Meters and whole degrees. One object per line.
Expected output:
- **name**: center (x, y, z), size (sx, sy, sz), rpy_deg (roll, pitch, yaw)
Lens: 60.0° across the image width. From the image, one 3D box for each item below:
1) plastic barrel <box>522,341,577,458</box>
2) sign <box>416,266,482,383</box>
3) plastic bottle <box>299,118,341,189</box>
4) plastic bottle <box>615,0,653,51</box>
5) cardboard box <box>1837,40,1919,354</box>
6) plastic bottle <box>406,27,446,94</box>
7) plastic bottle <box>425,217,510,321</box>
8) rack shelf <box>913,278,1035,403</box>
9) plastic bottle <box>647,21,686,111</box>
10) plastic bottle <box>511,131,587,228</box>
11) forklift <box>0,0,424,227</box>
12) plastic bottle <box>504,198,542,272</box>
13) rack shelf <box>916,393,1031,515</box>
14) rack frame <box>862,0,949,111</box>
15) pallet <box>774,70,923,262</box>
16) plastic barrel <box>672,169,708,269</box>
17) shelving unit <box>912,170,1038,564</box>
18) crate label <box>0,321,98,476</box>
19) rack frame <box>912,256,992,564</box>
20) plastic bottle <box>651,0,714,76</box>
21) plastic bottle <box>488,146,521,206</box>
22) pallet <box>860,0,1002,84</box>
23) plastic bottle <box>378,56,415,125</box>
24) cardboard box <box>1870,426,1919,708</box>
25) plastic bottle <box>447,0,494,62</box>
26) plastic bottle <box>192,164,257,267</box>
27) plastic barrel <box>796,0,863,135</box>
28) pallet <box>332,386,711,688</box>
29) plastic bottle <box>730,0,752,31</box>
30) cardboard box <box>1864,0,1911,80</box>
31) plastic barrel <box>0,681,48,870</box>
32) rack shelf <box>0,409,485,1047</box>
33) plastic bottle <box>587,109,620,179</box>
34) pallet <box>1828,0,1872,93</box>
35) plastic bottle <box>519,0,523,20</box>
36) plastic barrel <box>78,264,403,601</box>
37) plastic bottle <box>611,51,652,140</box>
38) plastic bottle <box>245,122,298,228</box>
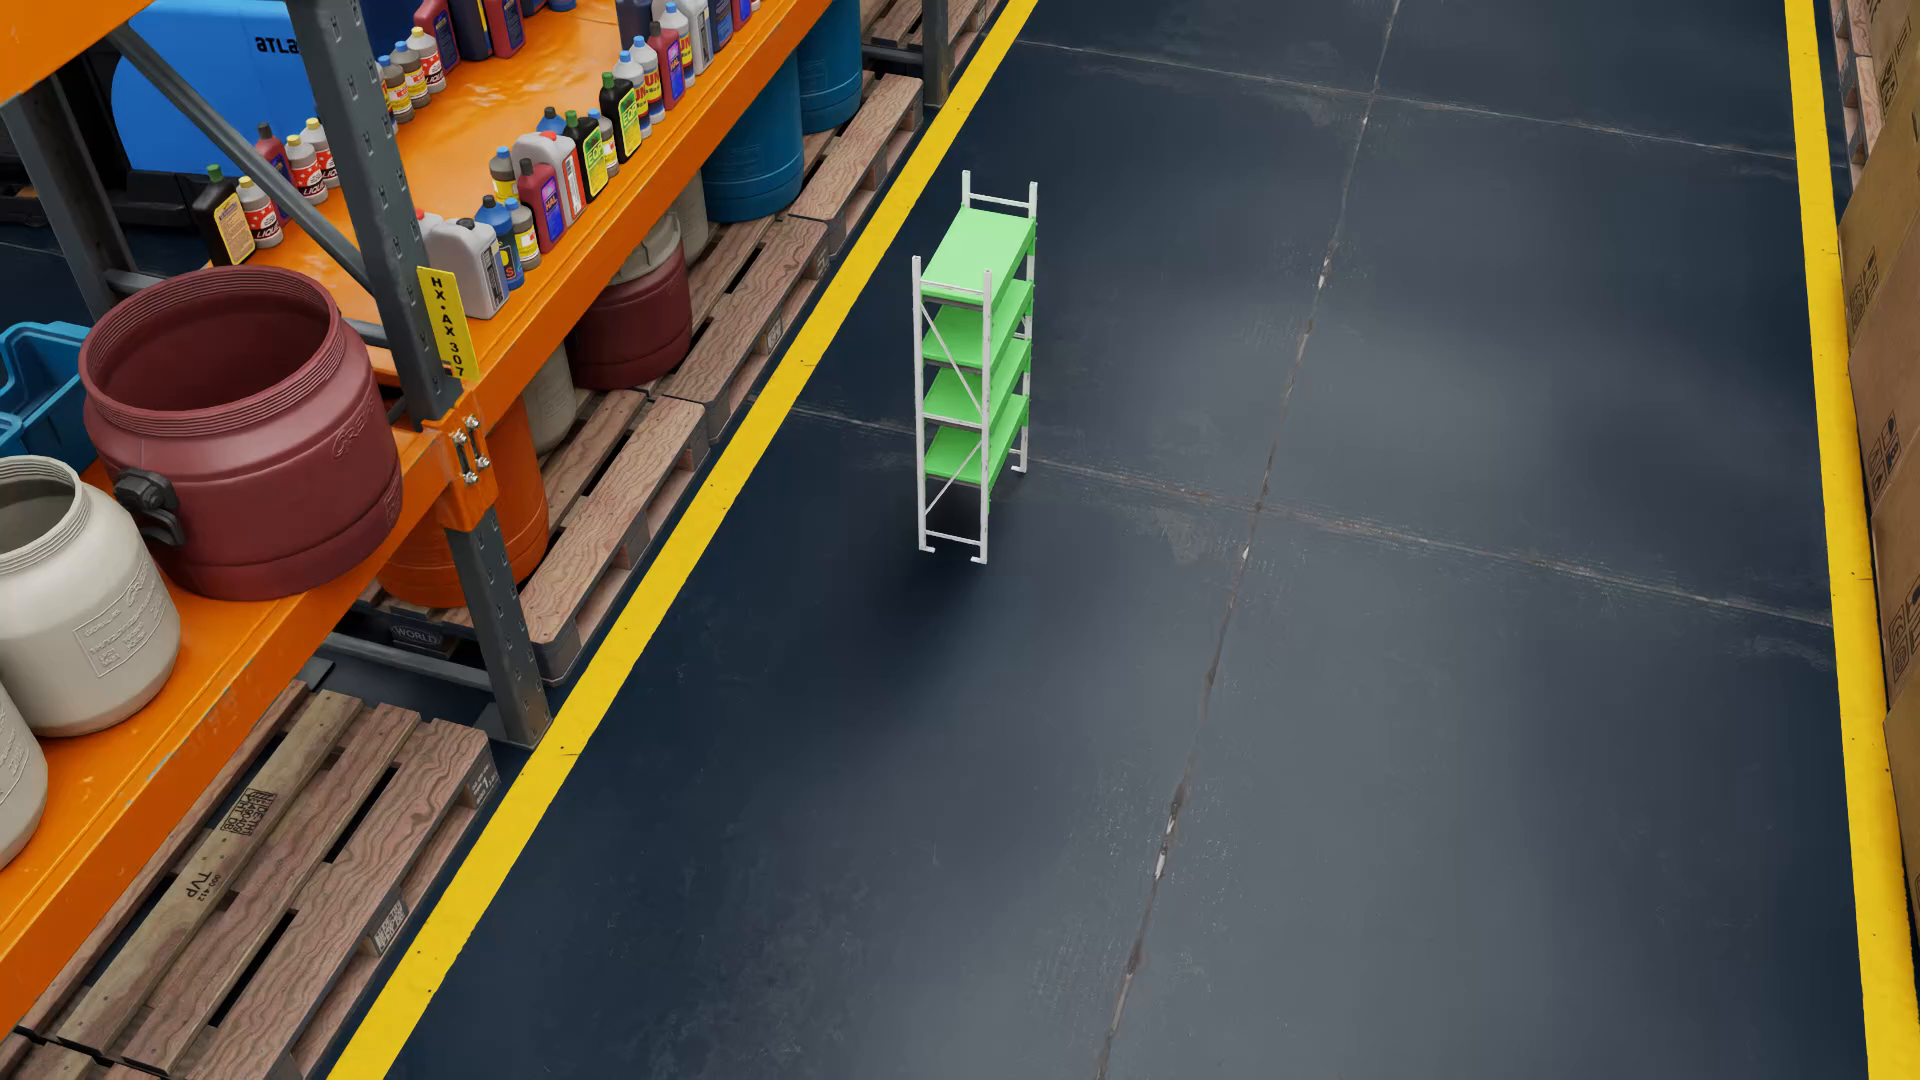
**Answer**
- **plastic barrel**: center (-1.542, -0.557, 5.653), size (0.421, 0.512, 0.421), rpy_deg (0, 44, 0)
- **sign**: center (-1.233, -0.517, 4.017), size (0.100, 0.325, 0.005), rpy_deg (13, 46, 13)
- **plastic bottle**: center (-1.892, -1.152, 4.924), size (0.097, 0.201, 0.097), rpy_deg (0, 44, 0)
- **plastic bottle**: center (-1.034, -1.746, 5.425), size (0.144, 0.351, 0.185), rpy_deg (13, 46, 13)
- **cardboard box**: center (3.998, -1.148, 5.997), size (1.225, 0.875, 0.875), rpy_deg (13, 46, 13)
- **plastic bottle**: center (-1.715, -1.541, 5.322), size (0.097, 0.201, 0.097), rpy_deg (0, 44, 0)
- **plastic bottle**: center (-1.320, -0.747, 4.457), size (0.152, 0.276, 0.135), rpy_deg (13, 46, 13)
- **rack shelf**: center (0.050, -0.665, 5.320), size (0.258, 0.148, 0.480), rpy_deg (13, 46, 12)
- **plastic bottle**: center (-0.927, -1.510, 5.232), size (0.061, 0.283, 0.133), rpy_deg (13, 46, 13)
- **plastic bottle**: center (-1.180, -1.055, 4.772), size (0.152, 0.276, 0.135), rpy_deg (13, 46, 13)
- **forklift**: center (-3.806, -2.748, 6.463), size (3.031, 2.935, 1.130), rpy_deg (5, 45, 5)
- **plastic bottle**: center (-1.230, -0.856, 4.622), size (0.097, 0.201, 0.097), rpy_deg (0, 44, 0)
- **rack shelf**: center (0.050, -0.322, 5.656), size (0.258, 0.148, 0.480), rpy_deg (13, 46, 12)
- **rack frame**: center (-0.548, -3.237, 6.913), size (1.000, 3.000, 0.127), rpy_deg (13, 46, 13)
- **pallet**: center (-0.821, -1.735, 7.372), size (1.003, 0.211, 1.213), rpy_deg (13, 46, 13)
- **plastic barrel**: center (-1.200, -1.310, 6.422), size (0.421, 0.512, 0.421), rpy_deg (0, 44, 0)
- **shelving unit**: center (0.050, -0.539, 5.443), size (0.258, 1.200, 0.503), rpy_deg (13, 46, 12)
- **crate label**: center (-2.244, -0.310, 4.041), size (0.303, 0.233, 0.416), rpy_deg (13, 46, 13)
- **rack frame**: center (-0.024, -0.377, 5.277), size (0.240, 1.200, 0.015), rpy_deg (13, 46, 12)
- **plastic bottle**: center (-0.900, -1.671, 5.402), size (0.152, 0.276, 0.135), rpy_deg (13, 46, 13)
- **plastic bottle**: center (-1.305, -1.042, 4.812), size (0.097, 0.201, 0.097), rpy_deg (0, 44, 0)
- **pallet**: center (-0.362, -2.739, 8.398), size (1.003, 0.211, 1.213), rpy_deg (13, 46, 13)
- **plastic bottle**: center (-1.774, -1.411, 5.189), size (0.097, 0.201, 0.097), rpy_deg (0, 44, 0)
- **cardboard box**: center (3.467, 0.039, 4.784), size (1.225, 0.875, 0.875), rpy_deg (13, 46, 13)
- **plastic bottle**: center (-1.609, -1.772, 5.452), size (0.144, 0.351, 0.185), rpy_deg (13, 46, 13)
- **plastic bottle**: center (-2.043, -0.889, 4.597), size (0.061, 0.283, 0.133), rpy_deg (13, 46, 13)
- **plastic barrel**: center (-0.729, -2.278, 7.134), size (0.600, 0.901, 0.708), rpy_deg (13, 46, 13)
- **pallet**: center (-1.560, -0.109, 5.710), size (1.003, 0.211, 1.213), rpy_deg (13, 46, 13)
- **plastic bottle**: center (-0.760, -1.876, 5.606), size (0.061, 0.283, 0.133), rpy_deg (13, 46, 13)
- **cardboard box**: center (4.721, -2.602, 7.483), size (0.875, 0.875, 0.875), rpy_deg (13, 46, 13)
- **plastic barrel**: center (-1.995, 0.401, 3.116), size (0.421, 0.512, 0.421), rpy_deg (0, 44, 0)
- **rack shelf**: center (-2.365, 1.019, 3.078), size (1.077, 0.370, 4.000), rpy_deg (13, 46, 13)
- **plastic bottle**: center (-1.079, -1.189, 4.962), size (0.097, 0.201, 0.097), rpy_deg (0, 44, 0)
- **pallet**: center (4.845, -2.498, 8.151), size (1.003, 0.211, 1.213), rpy_deg (13, 46, 12)
- **plastic bottle**: center (-1.543, -1.850, 5.580), size (0.061, 0.283, 0.133), rpy_deg (13, 46, 13)
- **plastic barrel**: center (-1.611, -0.246, 3.759), size (0.600, 0.536, 0.708), rpy_deg (13, 46, 13)
- **plastic bottle**: center (-1.009, -1.368, 5.095), size (0.097, 0.271, 0.097), rpy_deg (0, 44, 0)
- **plastic bottle**: center (-1.974, -1.043, 4.755), size (0.061, 0.283, 0.133), rpy_deg (13, 46, 13)
